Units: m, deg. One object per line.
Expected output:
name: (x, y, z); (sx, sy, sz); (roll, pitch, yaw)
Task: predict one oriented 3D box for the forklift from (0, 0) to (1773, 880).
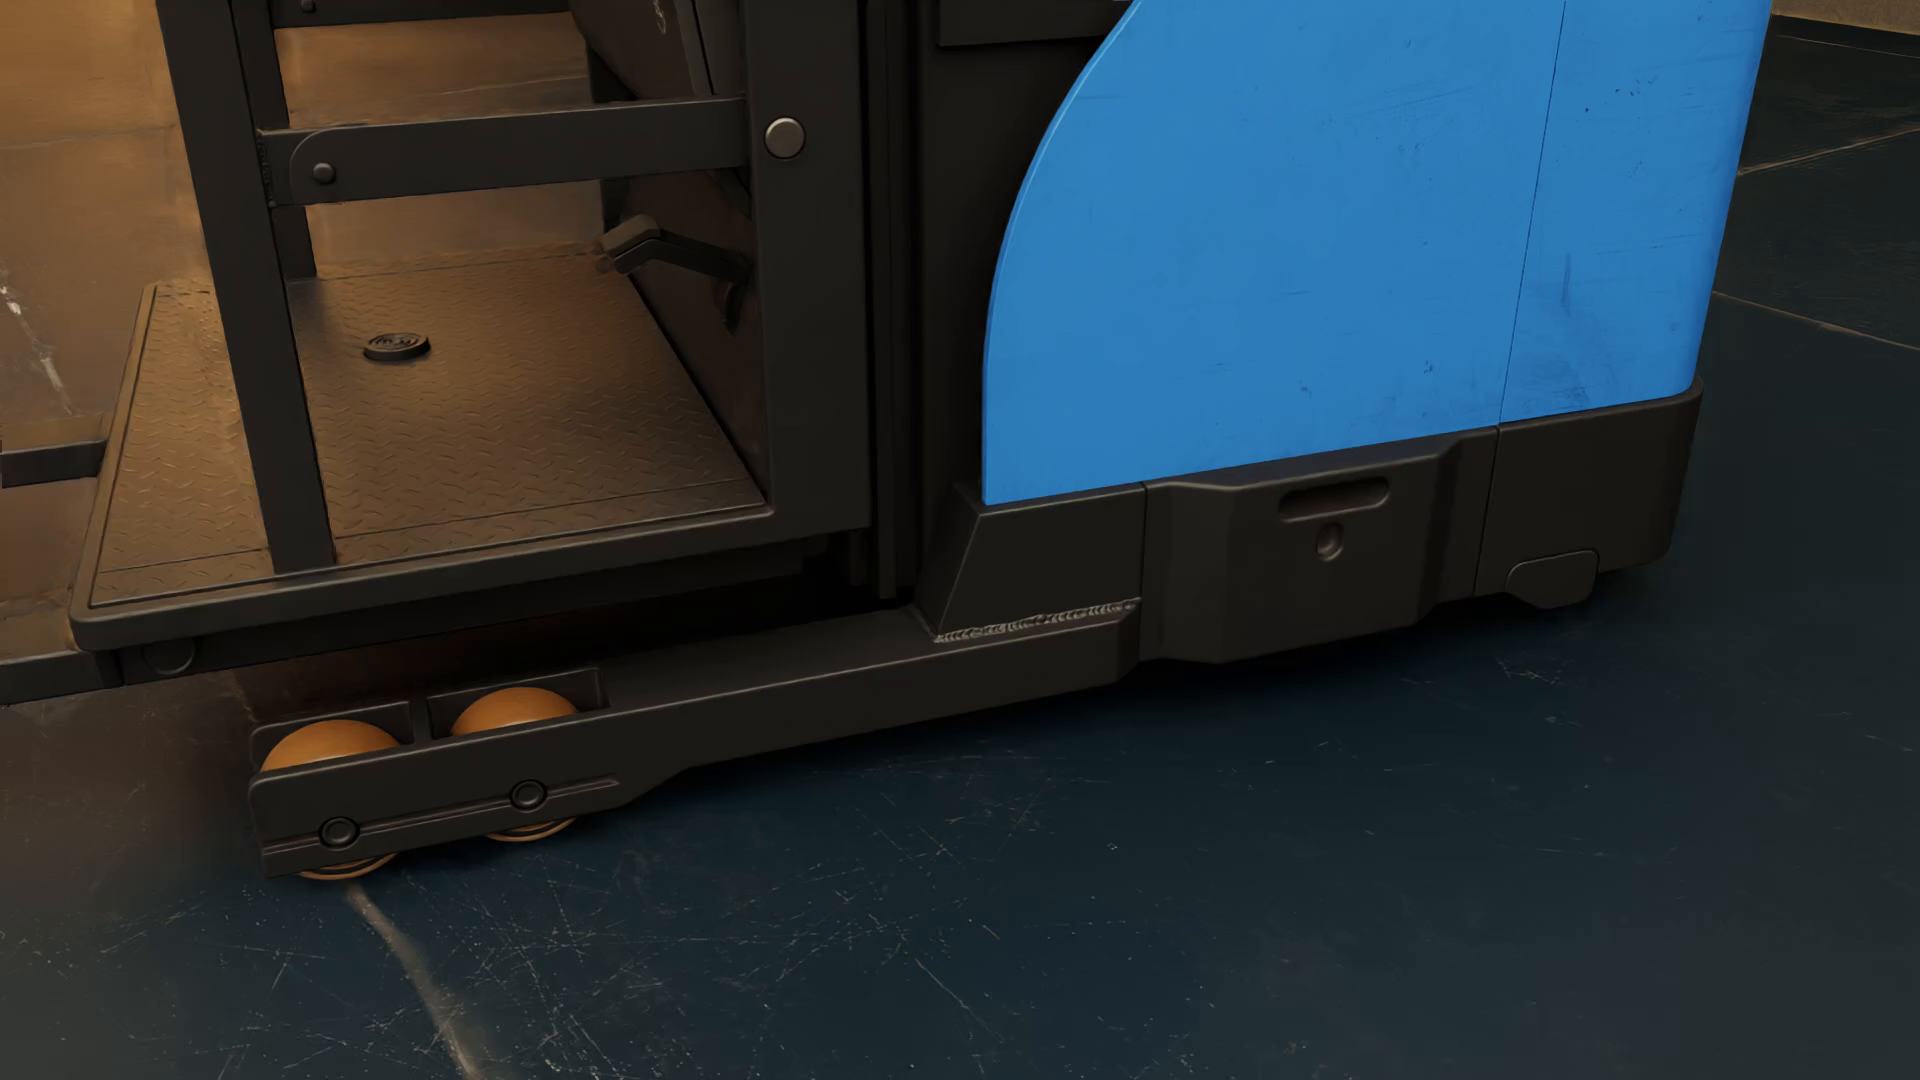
forklift: (-0.572, -1.215, 1.653); (3.031, 2.935, 1.130); (-9, 28, -18)
